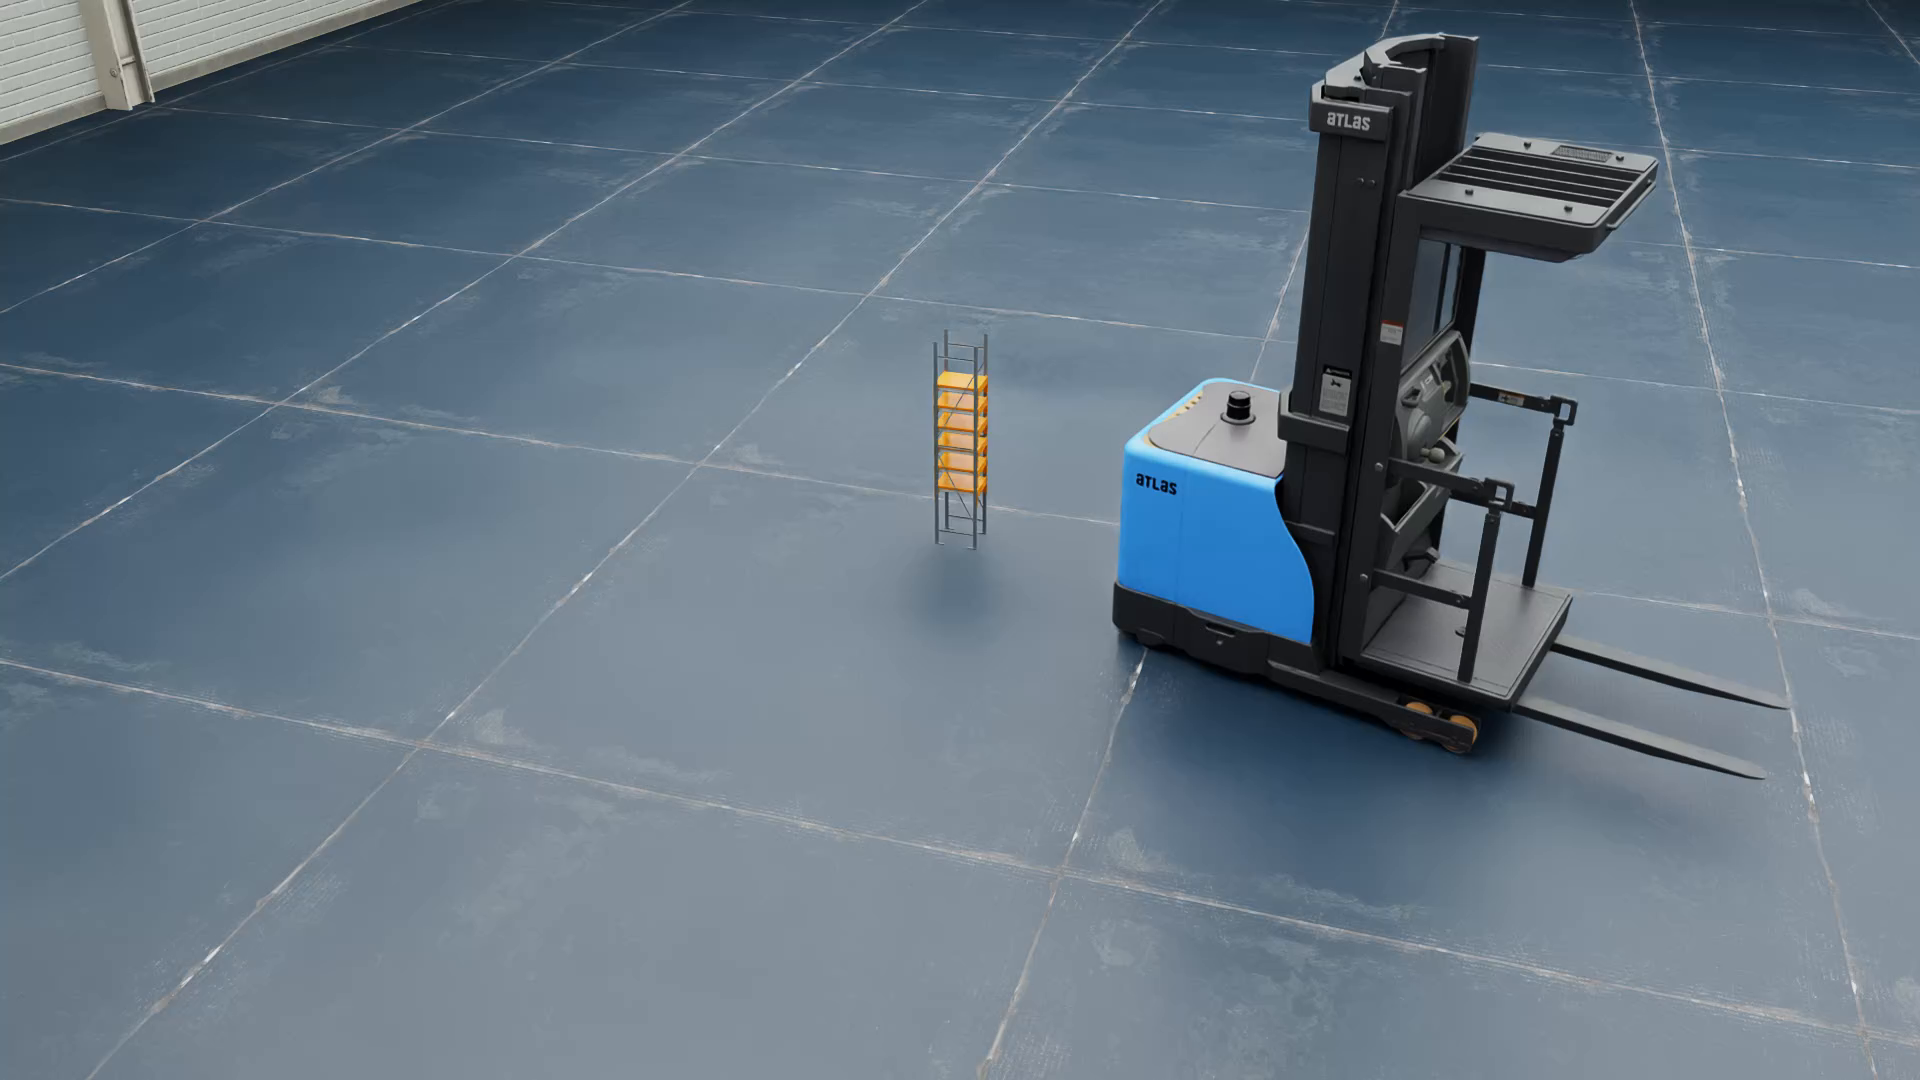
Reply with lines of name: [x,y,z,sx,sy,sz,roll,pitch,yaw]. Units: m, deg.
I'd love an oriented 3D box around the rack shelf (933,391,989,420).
rack shelf: [0.004,-0.702,8.875,0.258,0.103,0.180,8,30,15]

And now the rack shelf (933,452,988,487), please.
rack shelf: [0.004,-0.387,9.050,0.258,0.103,0.180,8,30,15]

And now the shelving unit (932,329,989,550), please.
shelving unit: [0.004,-0.531,8.970,0.258,1.200,0.189,8,30,15]

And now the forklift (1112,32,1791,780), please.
forklift: [2.284,-0.614,7.339,3.031,2.935,1.130,17,33,28]

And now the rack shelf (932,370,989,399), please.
rack shelf: [0.004,-0.807,8.817,0.258,0.103,0.180,8,30,15]

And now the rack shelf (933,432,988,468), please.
rack shelf: [0.004,-0.492,8.992,0.258,0.103,0.180,8,30,15]

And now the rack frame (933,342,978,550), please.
rack frame: [-0.023,-0.489,8.894,0.240,1.200,0.006,8,30,15]

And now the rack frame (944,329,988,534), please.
rack frame: [0.031,-0.574,9.047,0.240,1.200,0.006,8,30,15]

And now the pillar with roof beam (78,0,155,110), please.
pillar with roof beam: [-4.603,-7.893,14.181,9.100,9.000,0.400,8,30,15]

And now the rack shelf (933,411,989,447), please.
rack shelf: [0.004,-0.597,8.934,0.258,0.103,0.180,8,30,15]

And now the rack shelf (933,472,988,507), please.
rack shelf: [0.004,-0.282,9.109,0.258,0.103,0.180,8,30,15]
